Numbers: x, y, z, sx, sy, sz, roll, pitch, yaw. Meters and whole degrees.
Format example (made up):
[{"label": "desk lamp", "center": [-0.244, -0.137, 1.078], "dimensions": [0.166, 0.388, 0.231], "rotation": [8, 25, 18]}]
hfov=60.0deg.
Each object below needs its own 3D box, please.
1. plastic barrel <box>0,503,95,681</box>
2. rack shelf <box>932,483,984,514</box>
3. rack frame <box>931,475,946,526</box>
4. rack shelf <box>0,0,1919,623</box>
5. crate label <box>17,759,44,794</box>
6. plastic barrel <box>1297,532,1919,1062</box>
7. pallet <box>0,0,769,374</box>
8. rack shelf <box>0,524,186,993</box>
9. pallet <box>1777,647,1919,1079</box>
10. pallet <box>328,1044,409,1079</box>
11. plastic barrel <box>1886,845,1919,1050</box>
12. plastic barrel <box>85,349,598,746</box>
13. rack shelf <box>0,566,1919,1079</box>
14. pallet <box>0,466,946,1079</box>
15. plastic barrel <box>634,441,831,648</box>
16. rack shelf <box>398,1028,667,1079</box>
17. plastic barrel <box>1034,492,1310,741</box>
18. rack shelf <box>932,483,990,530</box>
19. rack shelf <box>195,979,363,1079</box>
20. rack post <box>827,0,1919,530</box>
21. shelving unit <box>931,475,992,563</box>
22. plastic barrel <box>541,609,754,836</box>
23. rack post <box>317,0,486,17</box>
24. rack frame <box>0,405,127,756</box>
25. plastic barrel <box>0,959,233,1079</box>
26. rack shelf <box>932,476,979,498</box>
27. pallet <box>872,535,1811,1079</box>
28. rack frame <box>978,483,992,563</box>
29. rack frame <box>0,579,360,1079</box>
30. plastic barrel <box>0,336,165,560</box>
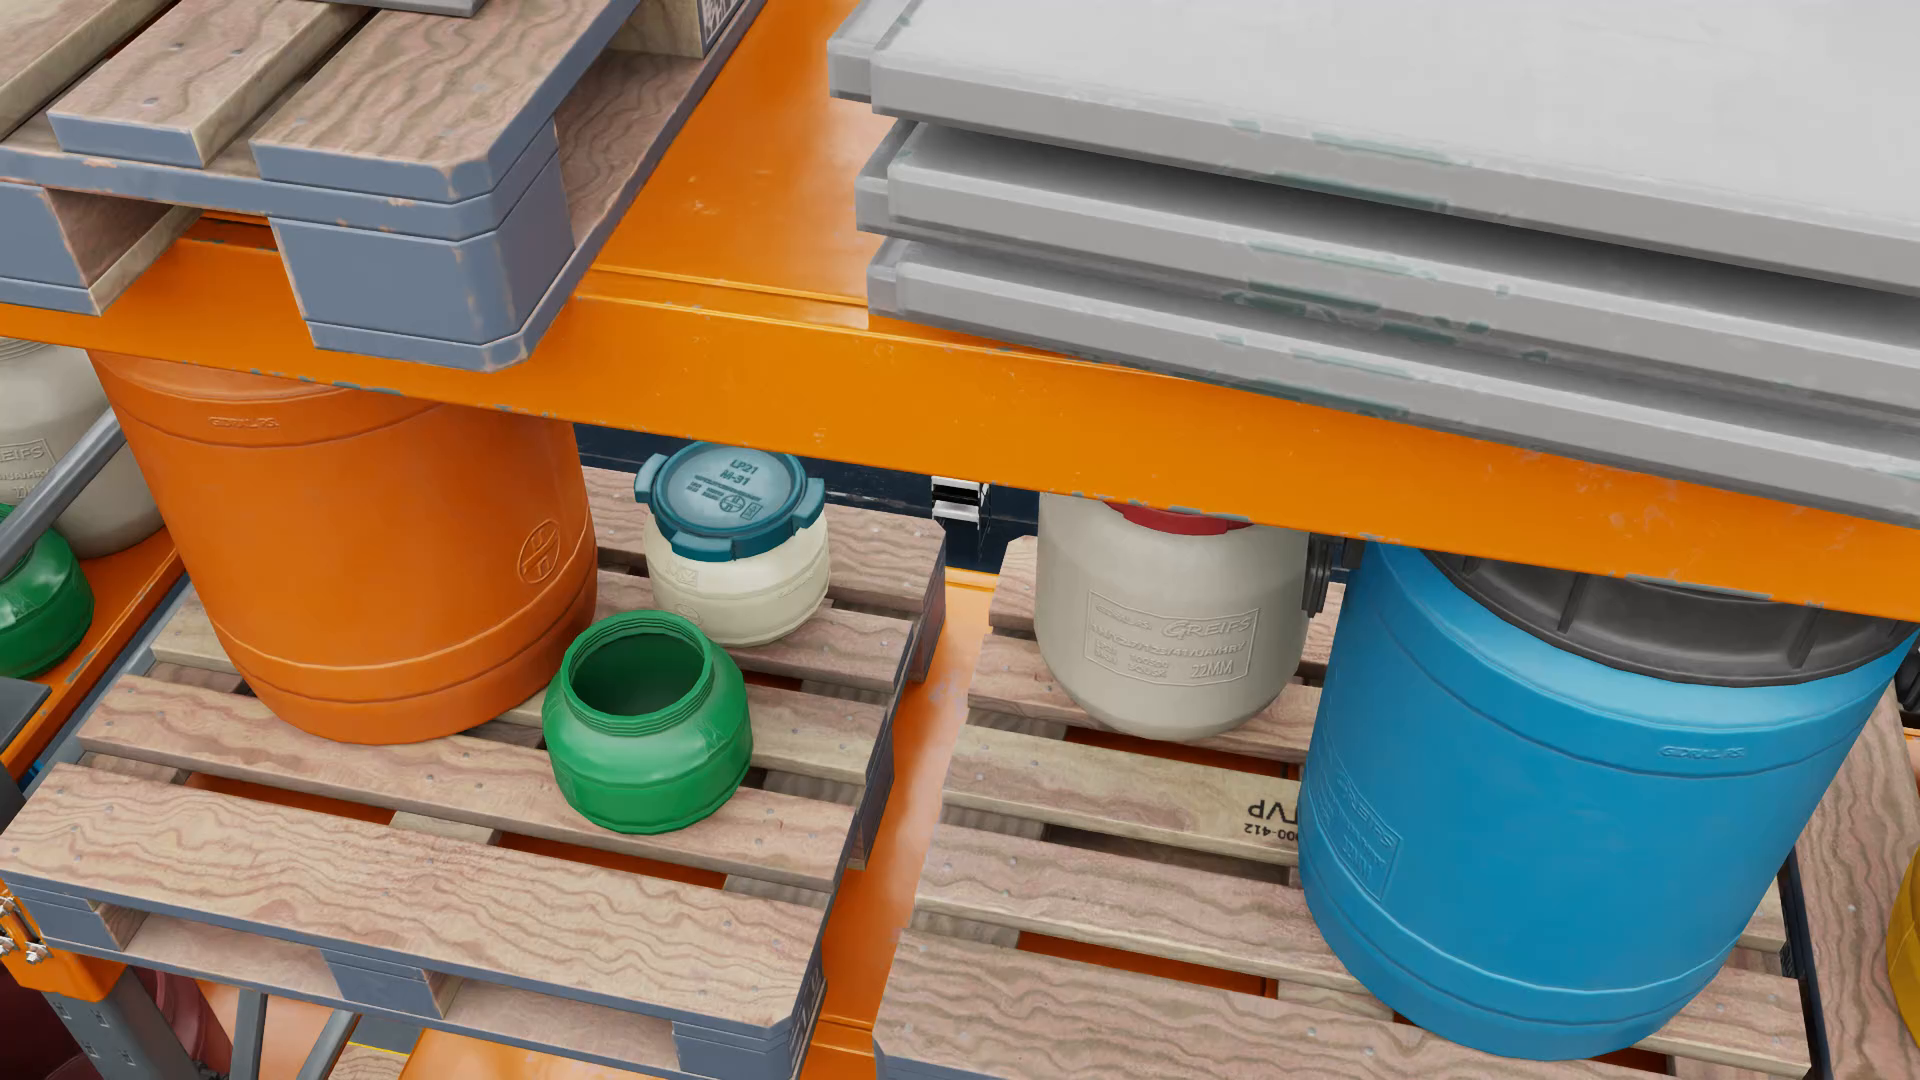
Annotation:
[{"label": "plastic barrel", "center": [-1.690, 0.095, 2.898], "dimensions": [0.294, 0.245, 0.294], "rotation": [0, 44, 0]}, {"label": "rack shelf", "center": [0.008, -0.234, 6.982], "dimensions": [0.200, 0.077, 0.258], "rotation": [9, 45, 9]}, {"label": "rack frame", "center": [-0.091, -0.338, 6.913], "dimensions": [0.006, 0.900, 0.240], "rotation": [9, 45, 9]}, {"label": "rack shelf", "center": [0.514, -0.333, 1.874], "dimensions": [4.000, 0.370, 1.077], "rotation": [9, 45, 9]}, {"label": "crate label", "center": [-2.349, 0.776, 4.215], "dimensions": [0.616, 0.435, 0.502], "rotation": [9, 45, 9]}, {"label": "plastic barrel", "center": [0.766, 0.160, 2.053], "dimensions": [0.708, 0.901, 0.600], "rotation": [9, 45, 9]}, {"label": "pallet", "center": [-0.741, -0.697, 1.870], "dimensions": [1.003, 0.211, 1.213], "rotation": [9, 45, 9]}, {"label": "rack shelf", "center": [-3.390, -0.002, 3.405], "dimensions": [4.000, 0.370, 1.077], "rotation": [9, 45, 9]}, {"label": "pallet", "center": [1.679, 0.663, 2.332], "dimensions": [1.003, 0.211, 1.213], "rotation": [9, 45, 9]}, {"label": "pallet", "center": [-2.186, 1.983, 4.997], "dimensions": [1.213, 0.211, 1.003], "rotation": [9, 45, 9]}, {"label": "plastic barrel", "center": [1.530, 0.427, 2.002], "dimensions": [0.600, 0.588, 0.600], "rotation": [0, 44, 0]}, {"label": "plastic barrel", "center": [-0.885, -0.177, 2.455], "dimensions": [0.708, 0.830, 0.600], "rotation": [9, 45, 9]}, {"label": "rack shelf", "center": [0.514, 0.604, 2.776], "dimensions": [4.000, 0.370, 1.077], "rotation": [9, 45, 9]}, {"label": "pallet", "center": [-0.713, 0.292, 2.717], "dimensions": [1.213, 0.211, 1.003], "rotation": [9, 45, 9]}, {"label": "plastic barrel", "center": [-0.360, 0.003, 2.678], "dimensions": [0.301, 0.262, 0.301], "rotation": [0, 44, 0]}, {"label": "rack shelf", "center": [0.514, 1.684, 3.816], "dimensions": [4.000, 0.370, 1.077], "rotation": [9, 45, 9]}, {"label": "plastic barrel", "center": [0.325, 0.008, 2.475], "dimensions": [0.433, 0.535, 0.433], "rotation": [0, 44, 0]}, {"label": "rack shelf", "center": [0.008, -0.169, 7.045], "dimensions": [0.200, 0.077, 0.258], "rotation": [9, 45, 9]}, {"label": "rack shelf", "center": [-3.390, 1.079, 4.445], "dimensions": [4.000, 0.370, 1.077], "rotation": [9, 45, 9]}, {"label": "rack post", "center": [0.462, -0.474, 1.574], "dimensions": [0.954, 0.300, 0.937], "rotation": [13, 45, 13]}, {"label": "shelving unit", "center": [0.008, -0.323, 6.897], "dimensions": [0.210, 0.900, 0.258], "rotation": [9, 45, 9]}, {"label": "plastic barrel", "center": [-0.454, 0.262, 2.421], "dimensions": [0.294, 0.245, 0.294], "rotation": [0, 44, 0]}, {"label": "rack post", "center": [-0.722, -0.930, 1.742], "dimensions": [0.937, 0.300, 0.954], "rotation": [9, 45, 9]}, {"label": "rack frame", "center": [-1.438, -1.039, 1.801], "dimensions": [0.127, 3.000, 1.000], "rotation": [9, 45, 9]}, {"label": "plastic barrel", "center": [-1.957, 1.208, 3.694], "dimensions": [0.708, 0.536, 0.600], "rotation": [9, 45, 9]}, {"label": "rack shelf", "center": [0.008, -0.299, 6.920], "dimensions": [0.200, 0.077, 0.258], "rotation": [9, 45, 9]}, {"label": "pallet", "center": [0.572, 0.493, 2.508], "dimensions": [1.213, 0.211, 1.003], "rotation": [9, 45, 9]}, {"label": "rack frame", "center": [0.107, -0.308, 6.881], "dimensions": [0.006, 0.900, 0.240], "rotation": [9, 45, 9]}, {"label": "rack frame", "center": [-1.438, 1.122, 3.881], "dimensions": [0.127, 3.000, 1.000], "rotation": [9, 45, 9]}, {"label": "plastic barrel", "center": [-1.674, -0.253, 3.066], "dimensions": [0.421, 0.512, 0.421], "rotation": [0, 44, 0]}]
